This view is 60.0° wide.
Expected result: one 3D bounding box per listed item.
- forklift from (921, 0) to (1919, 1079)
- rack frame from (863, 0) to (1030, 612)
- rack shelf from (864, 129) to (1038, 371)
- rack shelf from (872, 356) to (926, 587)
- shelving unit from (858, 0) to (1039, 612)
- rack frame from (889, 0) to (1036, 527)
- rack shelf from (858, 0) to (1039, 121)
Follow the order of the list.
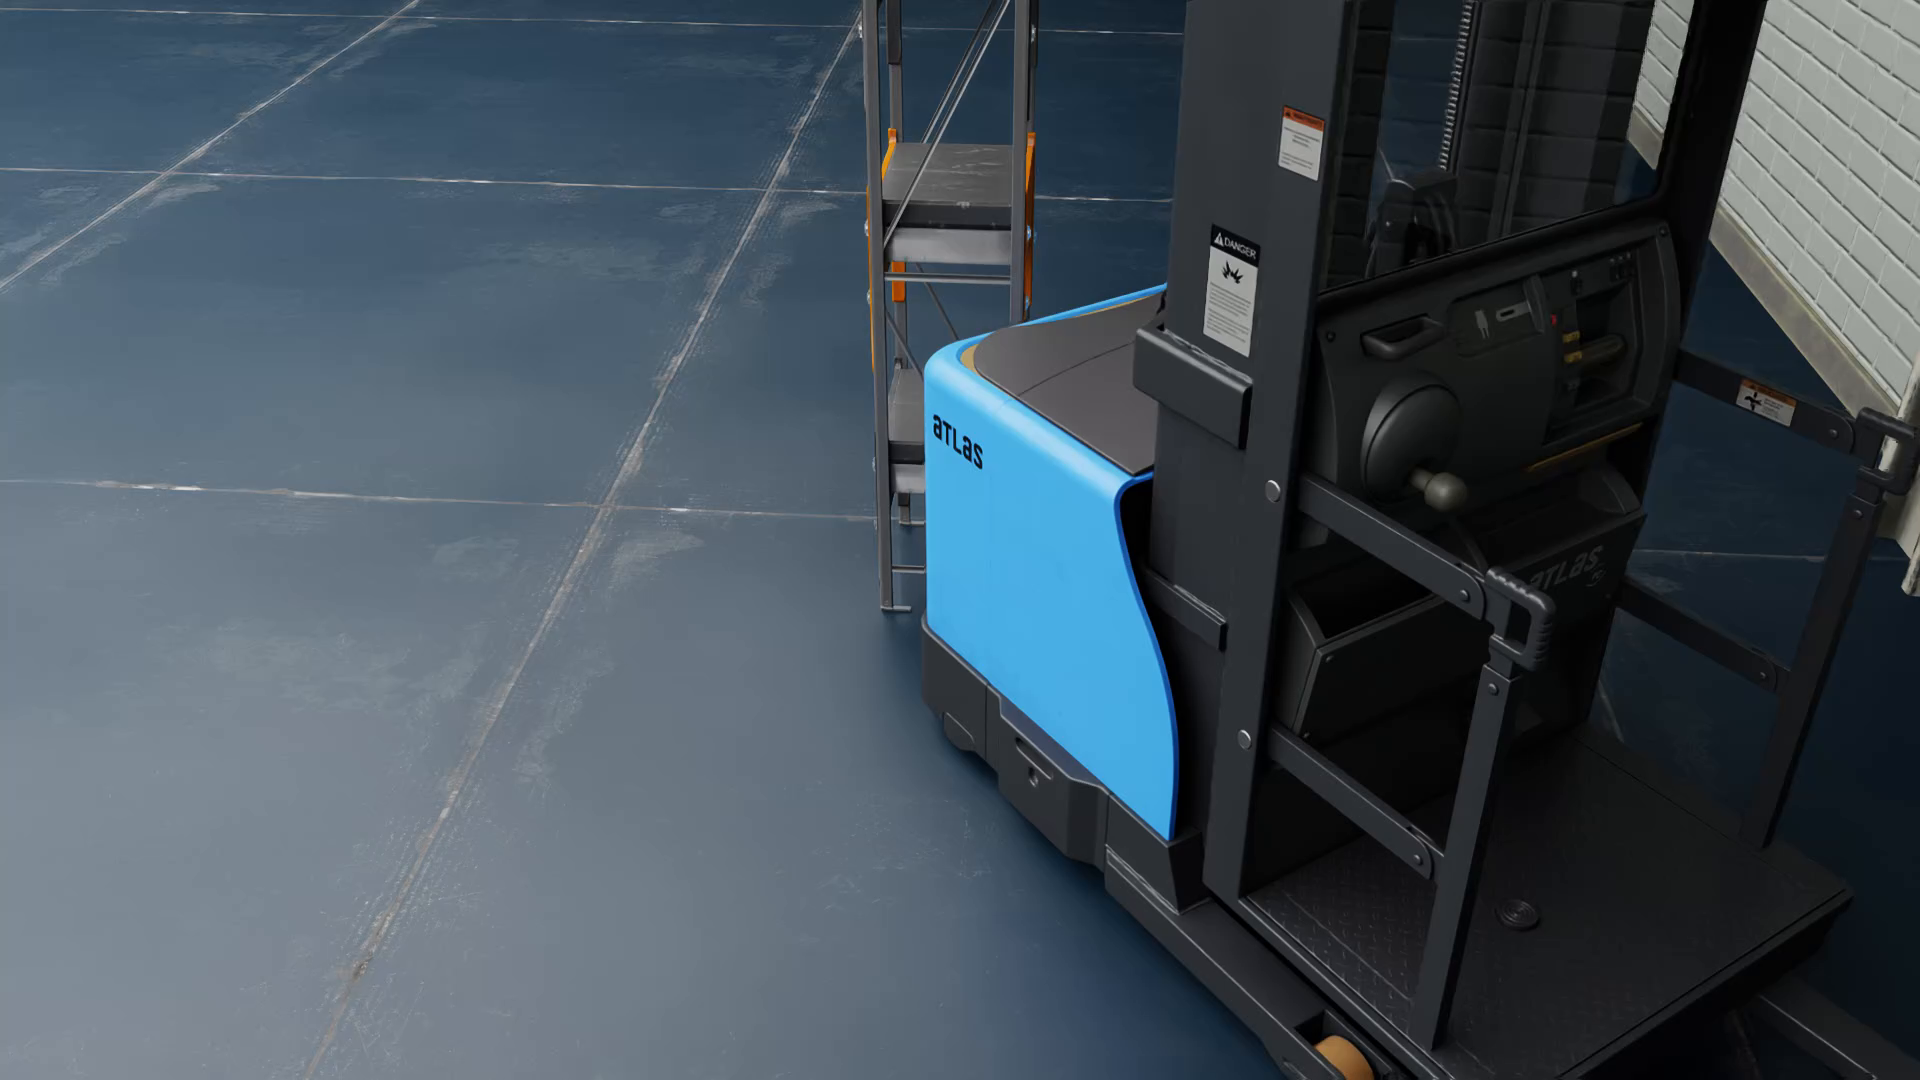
[{"bbox_3d":[1.127,-0.278,2.908,1.130,2.935,3.031,-19,36,-28],"label":"forklift"},{"bbox_3d":[-0.033,-0.680,4.352,0.400,2.100,0.015,2,32,4],"label":"rack frame"},{"bbox_3d":[-0.013,-0.796,4.566,0.431,0.518,0.480,2,32,4],"label":"rack shelf"},{"bbox_3d":[-0.013,-0.200,4.933,0.431,0.518,0.480,2,32,4],"label":"rack shelf"},{"bbox_3d":[-0.013,-0.807,4.559,0.431,2.100,0.503,2,32,4],"label":"shelving unit"},{"bbox_3d":[0.006,-0.935,4.766,0.400,2.100,0.015,2,32,4],"label":"rack frame"},{"bbox_3d":[-0.014,-1.392,4.199,0.431,0.518,0.480,2,32,4],"label":"rack shelf"}]
